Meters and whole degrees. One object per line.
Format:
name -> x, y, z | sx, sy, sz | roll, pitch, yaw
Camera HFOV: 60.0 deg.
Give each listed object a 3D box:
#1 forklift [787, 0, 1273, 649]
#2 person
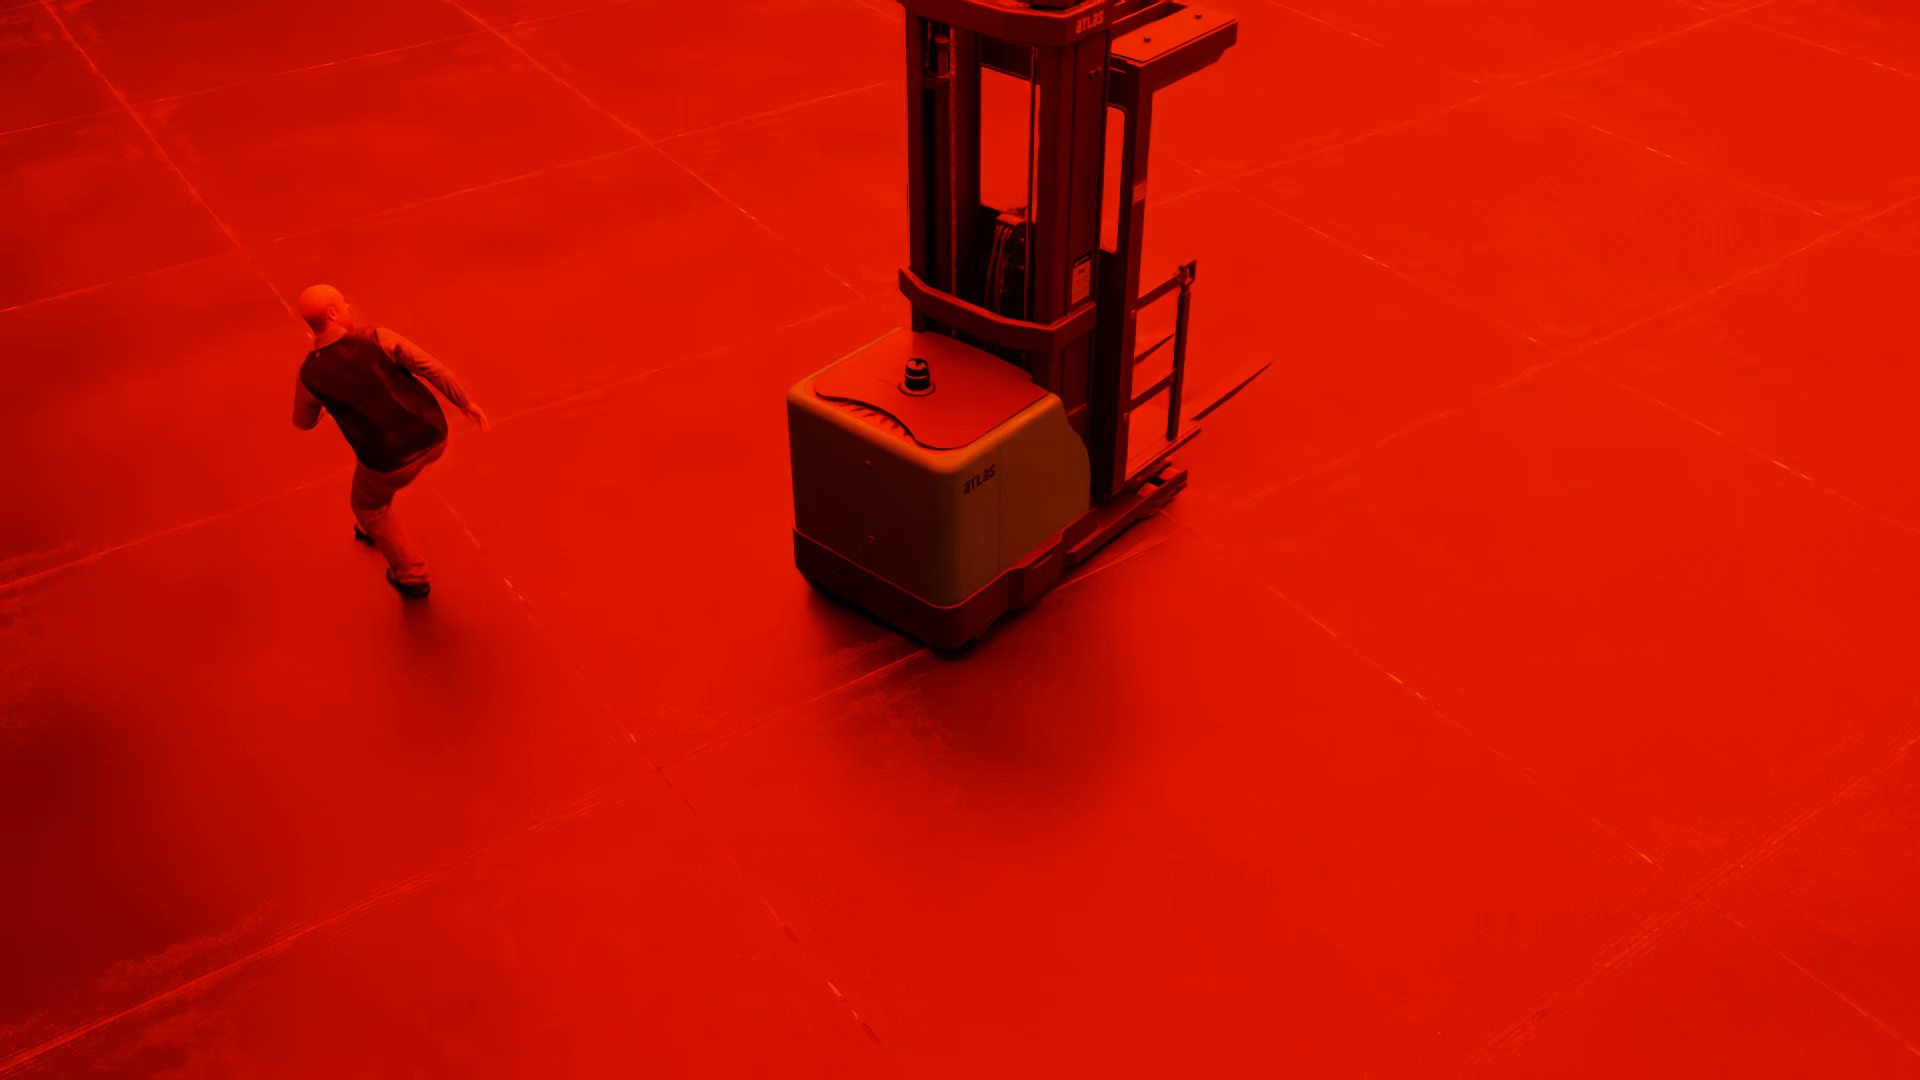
forklift -> 0.538, -1.480, 7.946 | 1.130, 2.935, 3.031 | 27, 44, 32
person -> -2.730, -0.539, 7.856 | 0.745, 1.555, 0.770 | -29, 45, -33
